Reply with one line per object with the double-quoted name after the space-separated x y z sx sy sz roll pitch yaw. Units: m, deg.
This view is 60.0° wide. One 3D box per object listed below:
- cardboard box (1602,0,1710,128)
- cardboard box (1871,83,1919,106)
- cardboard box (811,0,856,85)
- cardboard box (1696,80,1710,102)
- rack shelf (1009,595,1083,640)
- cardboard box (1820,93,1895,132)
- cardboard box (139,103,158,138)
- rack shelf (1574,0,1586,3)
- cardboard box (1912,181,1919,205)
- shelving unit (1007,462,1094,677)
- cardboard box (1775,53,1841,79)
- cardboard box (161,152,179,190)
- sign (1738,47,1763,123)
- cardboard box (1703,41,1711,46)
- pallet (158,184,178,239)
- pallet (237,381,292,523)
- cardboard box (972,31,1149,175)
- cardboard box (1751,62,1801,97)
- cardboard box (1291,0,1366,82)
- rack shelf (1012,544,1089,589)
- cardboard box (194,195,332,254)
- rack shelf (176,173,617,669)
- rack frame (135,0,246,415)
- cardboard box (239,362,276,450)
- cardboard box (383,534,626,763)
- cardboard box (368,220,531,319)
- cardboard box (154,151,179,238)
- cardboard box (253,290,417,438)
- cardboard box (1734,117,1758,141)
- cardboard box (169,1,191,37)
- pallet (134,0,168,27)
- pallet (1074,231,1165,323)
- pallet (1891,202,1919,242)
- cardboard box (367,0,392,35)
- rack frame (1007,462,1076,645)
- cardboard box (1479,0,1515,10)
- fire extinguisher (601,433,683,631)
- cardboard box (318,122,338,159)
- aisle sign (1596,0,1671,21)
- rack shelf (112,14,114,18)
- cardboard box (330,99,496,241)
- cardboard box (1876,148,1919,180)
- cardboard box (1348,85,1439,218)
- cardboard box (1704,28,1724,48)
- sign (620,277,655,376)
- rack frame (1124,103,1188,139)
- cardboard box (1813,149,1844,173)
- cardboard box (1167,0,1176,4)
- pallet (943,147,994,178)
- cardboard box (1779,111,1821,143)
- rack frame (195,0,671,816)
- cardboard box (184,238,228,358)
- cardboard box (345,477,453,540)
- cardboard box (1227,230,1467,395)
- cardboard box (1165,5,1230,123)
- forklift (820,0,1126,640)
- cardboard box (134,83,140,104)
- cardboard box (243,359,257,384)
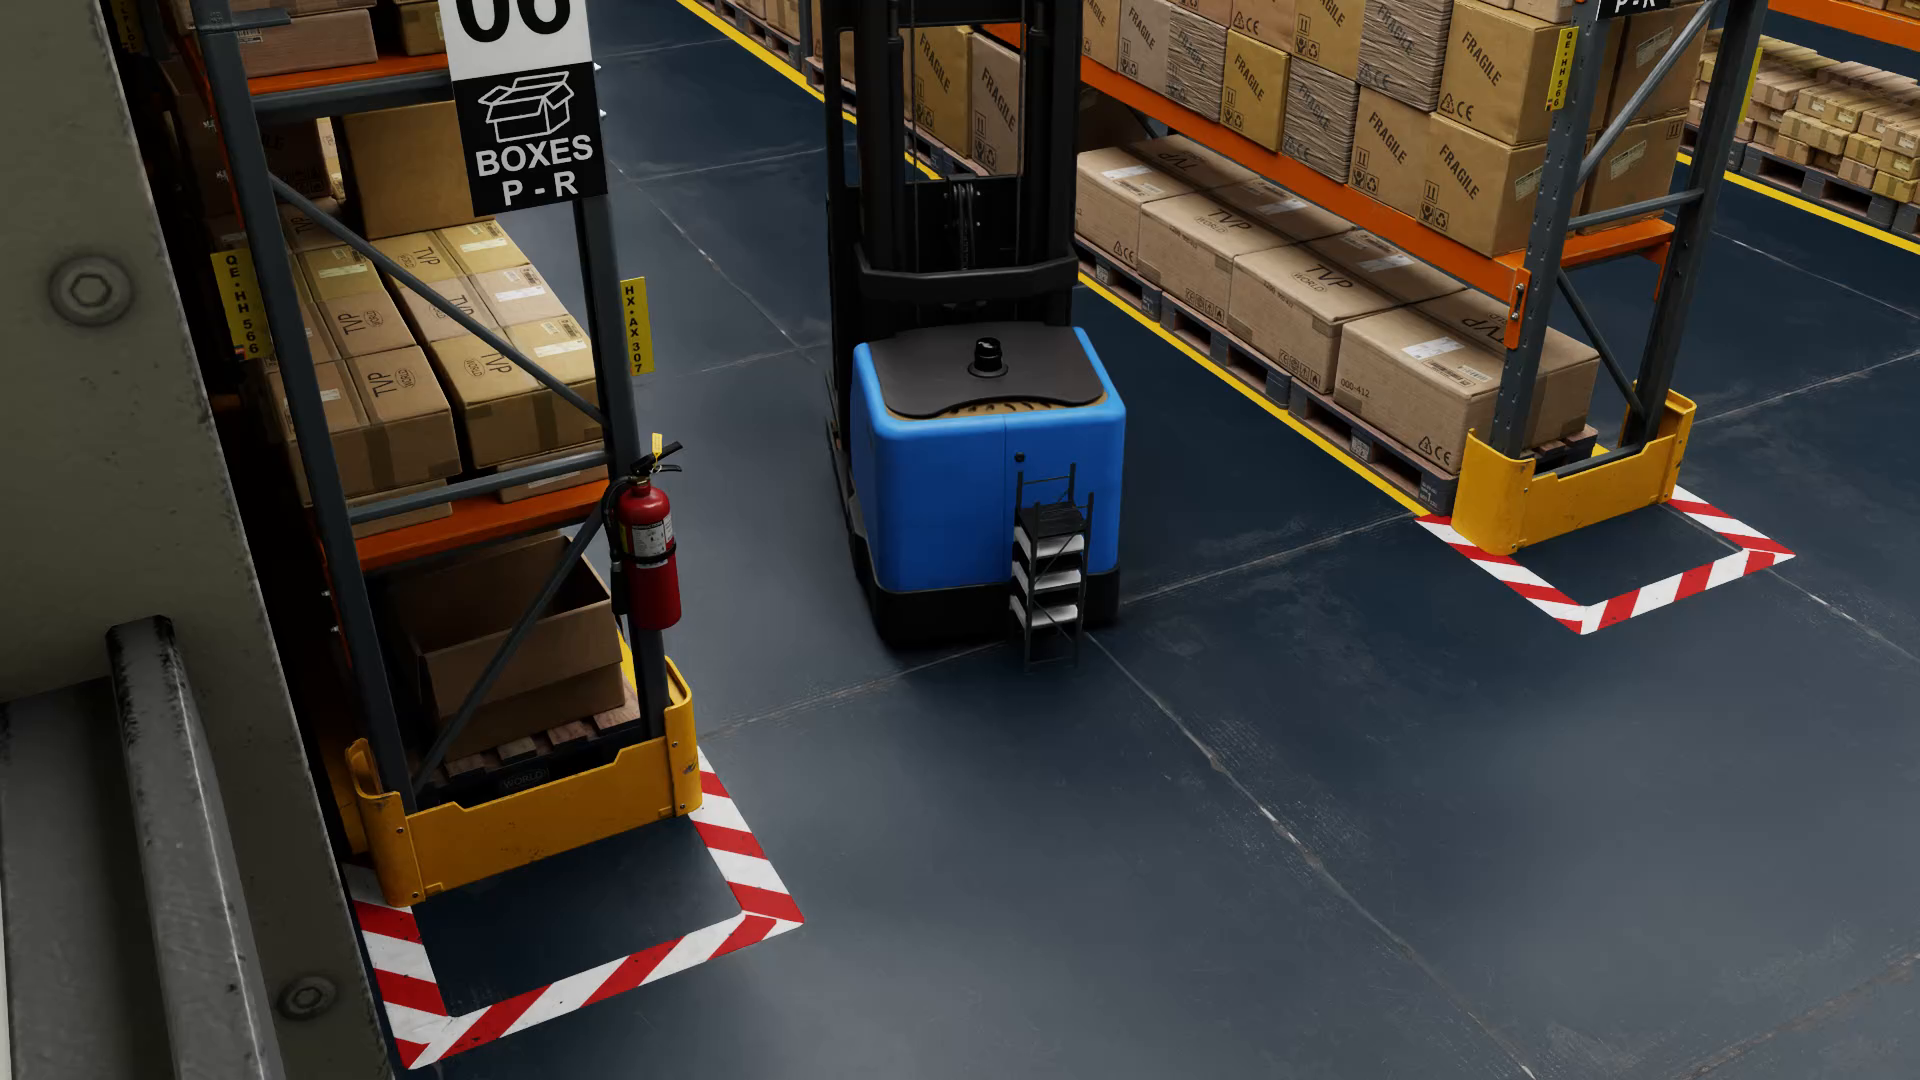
2.914 -2.180 7.372 0.500 0.500 0.500 -17 36 -24 "cardboard box"
6.441 -2.991 11.359 0.380 0.149 0.250 -16 36 -23 "cardboard box"
-0.596 -4.166 13.071 0.875 0.875 0.875 -16 36 -24 "cardboard box"
5.581 -3.261 12.057 0.380 0.149 0.250 -16 36 -23 "cardboard box"
0.353 0.298 6.848 0.258 0.077 0.200 -9 39 -14 "rack shelf"
6.036 -2.876 11.181 0.380 0.149 0.250 -16 36 -23 "cardboard box"
-4.935 -2.669 10.481 0.380 0.149 0.250 -18 37 -25 "cardboard box"
1.953 -3.331 8.074 1.077 0.370 4.000 -16 36 -23 "rack shelf"
6.405 -2.244 10.745 0.380 0.149 0.250 -15 36 -23 "cardboard box"
0.359 0.130 6.717 0.258 0.900 0.210 -9 39 -14 "shelving unit"
6.077 -3.368 11.949 0.380 0.149 0.250 -15 35 -22 "cardboard box"
-4.437 -2.182 9.722 0.380 0.149 0.250 -15 36 -22 "cardboard box"
3.379 -1.951 7.158 0.100 0.325 0.005 -16 36 -23 "sign"
5.330 -3.629 12.355 0.380 0.149 0.250 -14 35 -21 "cardboard box"
-4.919 -2.444 11.388 1.003 0.211 1.213 -16 36 -23 "pallet"
-3.049 -0.572 8.468 1.003 0.211 1.213 -16 36 -23 "pallet"
0.661 -2.883 11.069 0.875 0.875 0.875 -15 35 -22 "cardboard box"
5.709 -3.255 11.772 0.380 0.149 0.250 -17 36 -24 "cardboard box"
1.953 -2.528 7.916 0.500 0.500 0.500 -16 36 -23 "cardboard box"
0.360 0.085 6.682 0.258 0.077 0.200 -9 39 -14 "rack shelf"
-2.898 -1.348 6.957 0.500 0.250 0.500 -15 36 -22 "cardboard box"
-2.436 -0.817 6.932 1.077 0.370 4.000 -16 36 -23 "rack shelf"
-3.369 -2.075 8.227 1.000 3.000 0.127 -16 36 -23 "rack frame"
-3.270 -0.745 8.255 0.500 0.311 0.500 -15 35 -21 "cardboard box"
-1.705 0.393 6.301 0.797 0.503 0.637 -17 37 -25 "cardboard box"
-1.952 -0.994 6.404 0.500 0.250 0.500 -17 36 -24 "cardboard box"
-4.576 -2.102 10.198 0.500 0.500 0.500 -17 36 -25 "cardboard box"
-2.192 -0.627 5.831 0.500 0.250 0.500 -16 36 -23 "cardboard box"
5.687 -2.999 11.924 0.380 0.149 0.250 -17 36 -24 "cardboard box"
-2.175 -1.644 5.007 0.380 0.149 0.250 -15 36 -22 "cardboard box"
-4.856 -3.597 10.781 1.213 0.211 1.003 -16 36 -23 "pallet"
1.306 -1.768 10.334 1.003 0.211 1.213 -16 36 -23 "pallet"
6.835 -1.968 10.646 1.003 0.211 1.213 -16 36 -23 "pallet"
-1.592 -1.652 5.020 0.380 0.149 0.250 -15 36 -22 "cardboard box"
0.329 0.070 6.793 0.240 0.900 0.006 -9 39 -14 "rack frame"
2.402 -2.388 7.096 0.380 0.149 0.250 -15 36 -22 "cardboard box"
-1.026 -0.022 5.441 0.296 0.674 0.183 -16 36 -23 "fire extinguisher"
-2.669 -1.720 7.537 0.500 0.250 0.500 -16 36 -23 "cardboard box"
2.645 -2.398 6.323 0.394 0.787 0.004 -16 36 -23 "aisle sign"
-6.166 -4.635 12.891 1.077 0.370 4.000 -16 36 -23 "rack shelf"
-2.177 -1.544 6.567 0.500 0.500 0.500 -15 36 -22 "cardboard box"
6.222 -2.483 10.842 0.380 0.149 0.250 -15 36 -22 "cardboard box"
2.206 -1.865 7.808 0.500 0.500 0.500 -17 36 -24 "cardboard box"
5.749 -3.741 12.530 0.380 0.149 0.250 -15 36 -22 "cardboard box"
-1.024 -0.667 5.227 0.100 0.325 0.005 -16 36 -23 "sign"
1.021 -3.325 10.179 1.000 3.000 0.127 -16 36 -23 "rack frame"
6.069 -2.625 11.340 0.380 0.149 0.250 -15 36 -22 "cardboard box"
1.258 -3.257 9.054 0.500 0.500 0.500 -16 36 -24 "cardboard box"
0.594 -2.500 11.476 1.003 0.211 1.213 -16 36 -23 "pallet"
5.874 -2.858 11.428 0.380 0.149 0.250 -16 36 -23 "cardboard box"
-1.504 -0.166 5.248 1.000 3.000 0.127 -16 36 -23 "rack frame"
-3.859 -1.359 9.038 0.500 0.500 0.500 -16 36 -23 "cardboard box"
-1.896 -0.151 5.457 0.380 0.149 0.250 -16 36 -24 "cardboard box"
2.055 -1.238 8.908 0.875 0.438 0.875 -15 36 -22 "cardboard box"
1.465 -2.597 8.950 0.500 0.500 0.500 -16 36 -23 "cardboard box"
-0.073 -1.596 7.545 1.130 2.935 3.031 -5 33 -8 "forklift"
-5.285 -2.836 11.344 0.500 0.500 0.500 -15 35 -21 "cardboard box"
-2.561 -0.750 6.392 0.380 0.149 0.250 -16 36 -23 "cardboard box"
